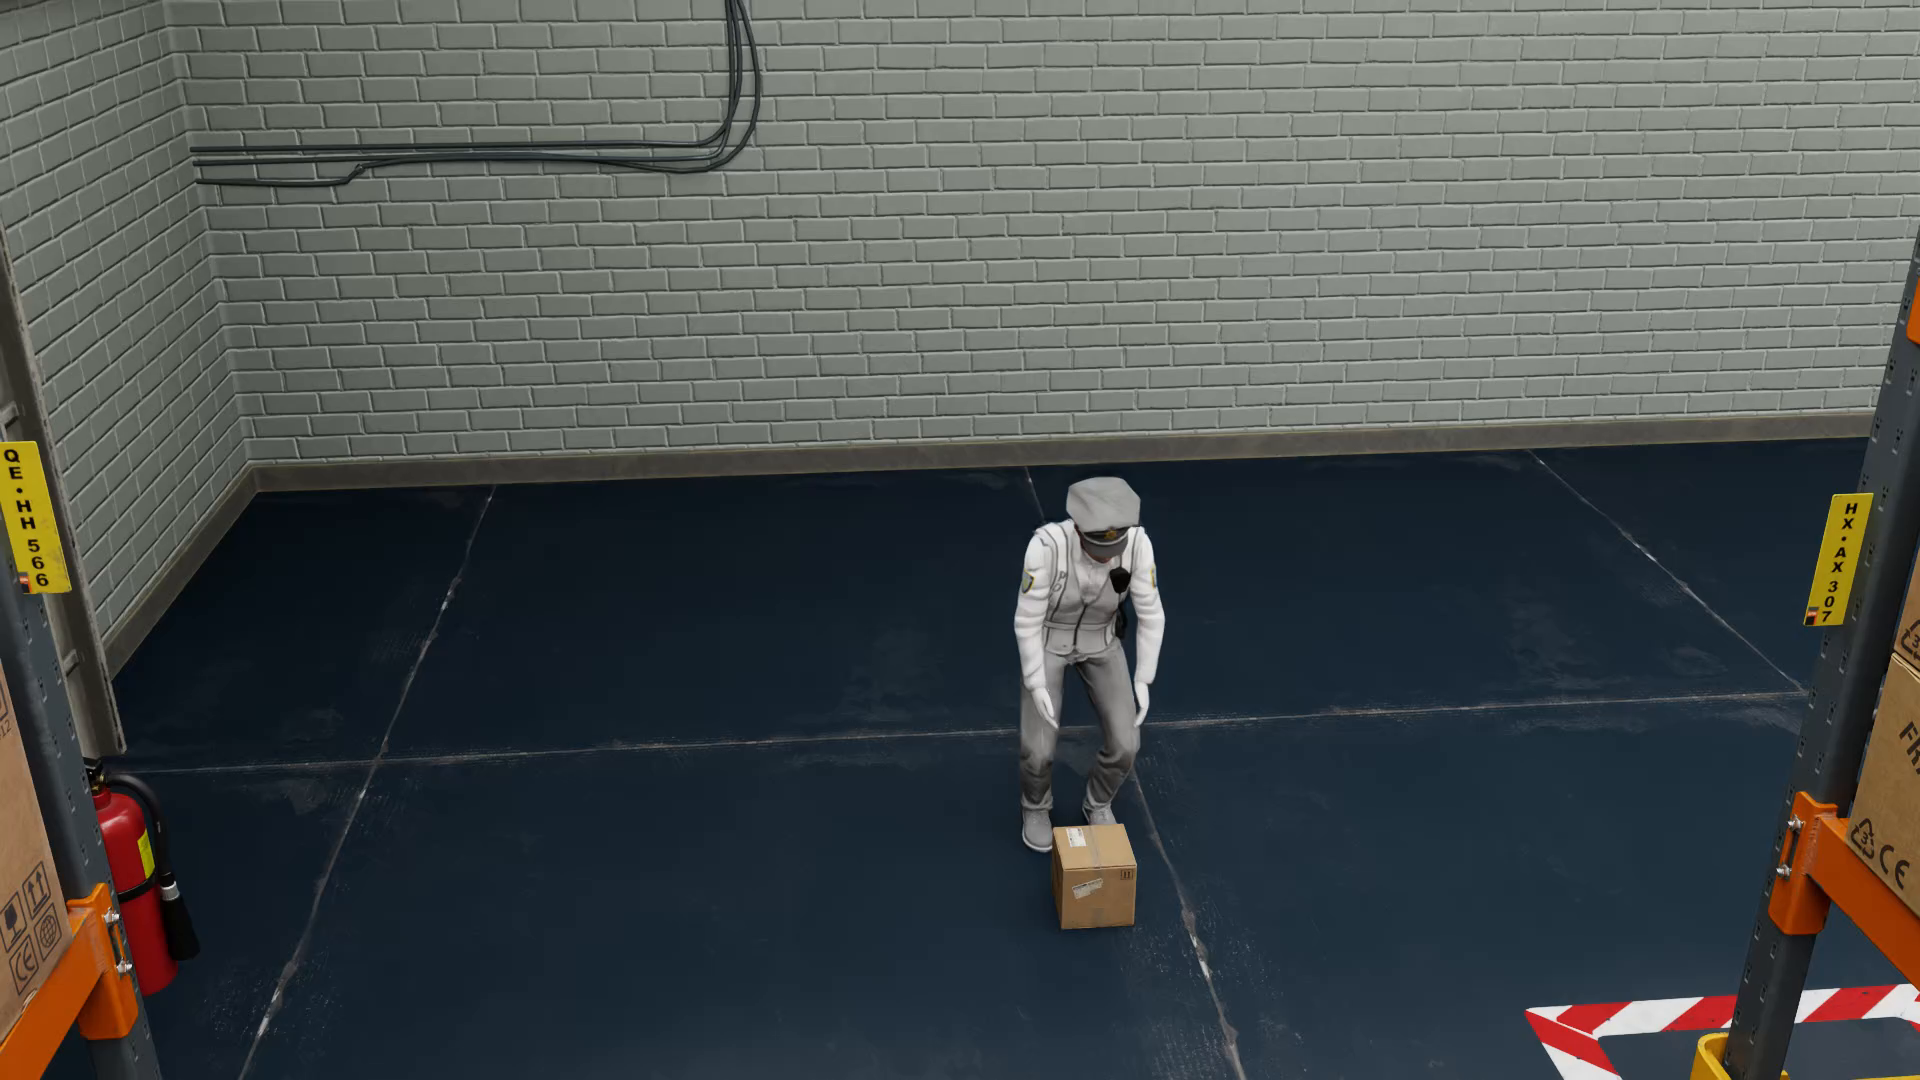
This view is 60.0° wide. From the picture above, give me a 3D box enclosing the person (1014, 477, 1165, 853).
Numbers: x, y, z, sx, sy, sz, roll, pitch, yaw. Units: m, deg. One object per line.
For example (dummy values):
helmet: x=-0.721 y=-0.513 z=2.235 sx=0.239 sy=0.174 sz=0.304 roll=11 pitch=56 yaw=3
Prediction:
person: x=0.447 y=0.431 z=5.869 sx=0.531 sy=1.479 sz=0.634 roll=-2 pitch=24 yaw=-5
